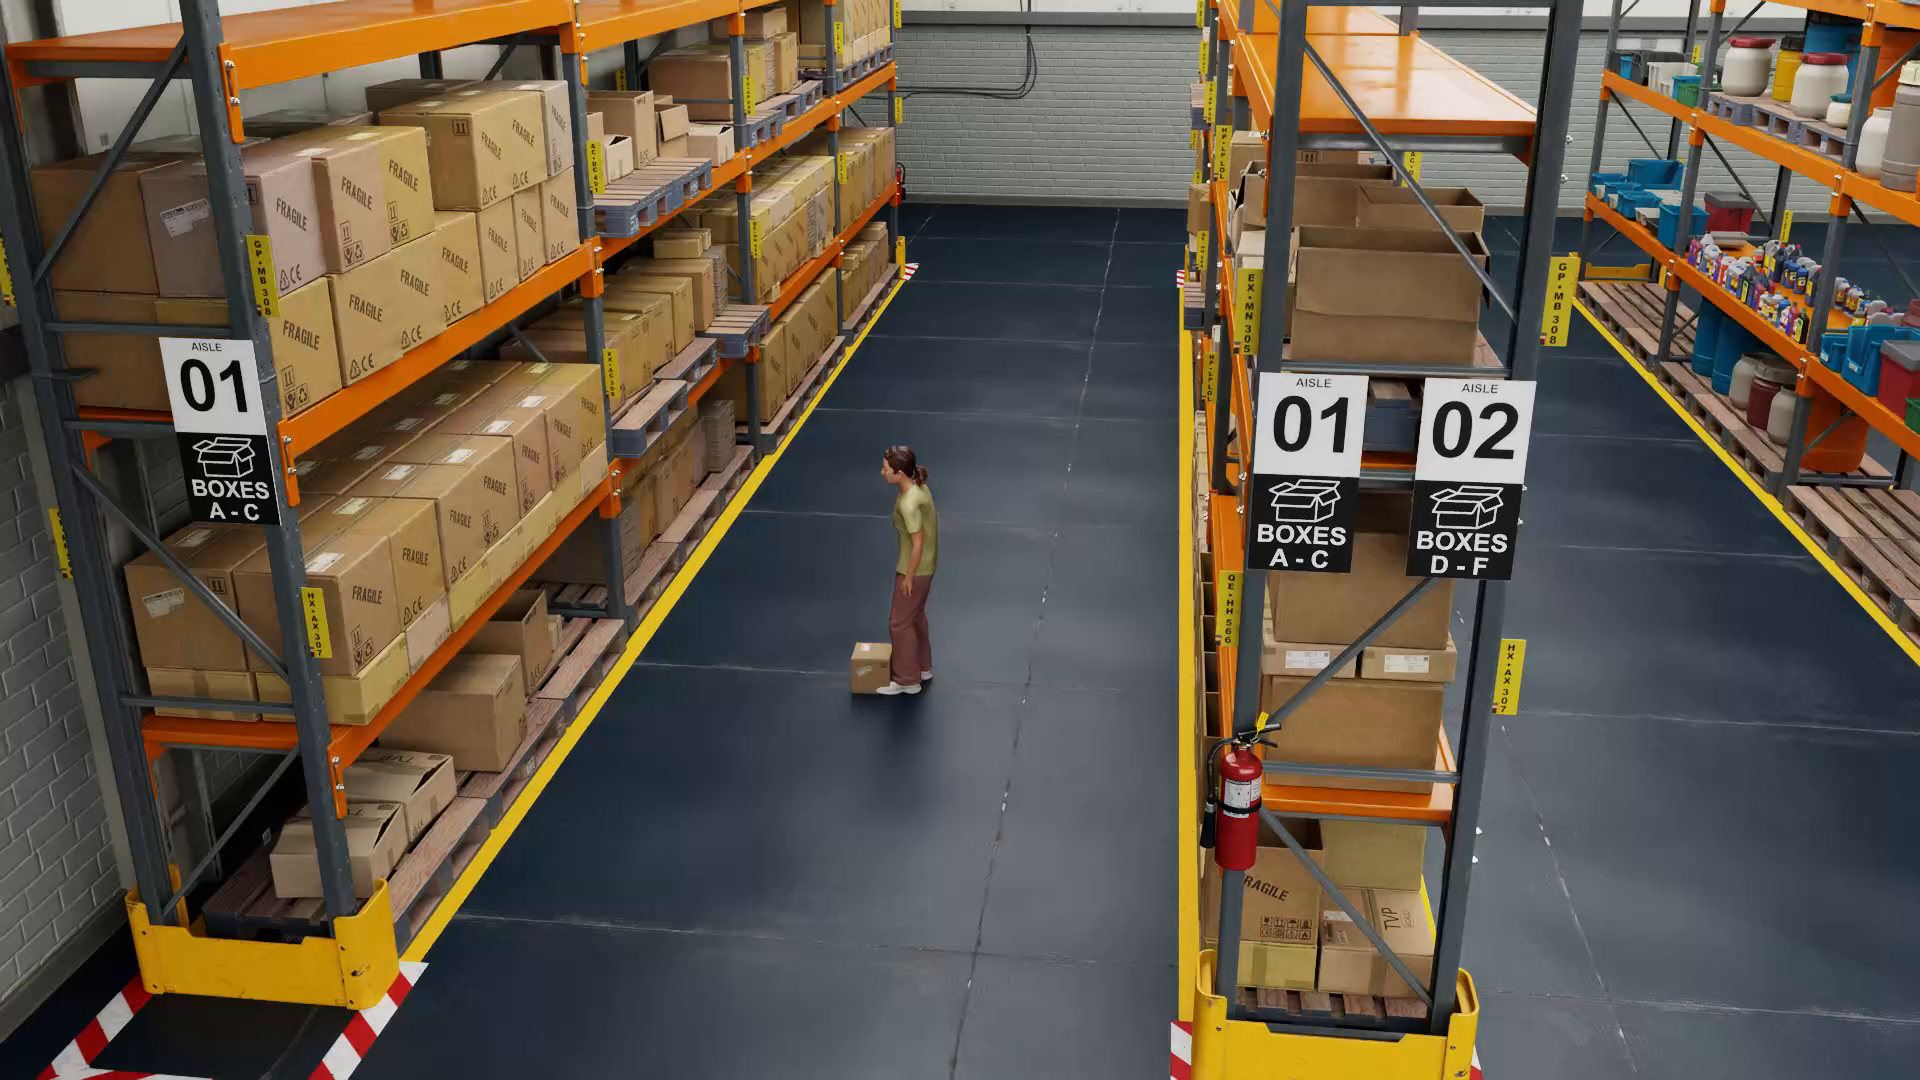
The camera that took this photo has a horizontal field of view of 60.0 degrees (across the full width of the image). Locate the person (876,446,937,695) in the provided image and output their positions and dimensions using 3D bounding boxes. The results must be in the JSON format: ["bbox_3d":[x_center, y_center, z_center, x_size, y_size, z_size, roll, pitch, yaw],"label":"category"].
[{"bbox_3d":[-0.350,0.186,10.608,0.415,1.671,0.521,1,21,3],"label":"person"}]
